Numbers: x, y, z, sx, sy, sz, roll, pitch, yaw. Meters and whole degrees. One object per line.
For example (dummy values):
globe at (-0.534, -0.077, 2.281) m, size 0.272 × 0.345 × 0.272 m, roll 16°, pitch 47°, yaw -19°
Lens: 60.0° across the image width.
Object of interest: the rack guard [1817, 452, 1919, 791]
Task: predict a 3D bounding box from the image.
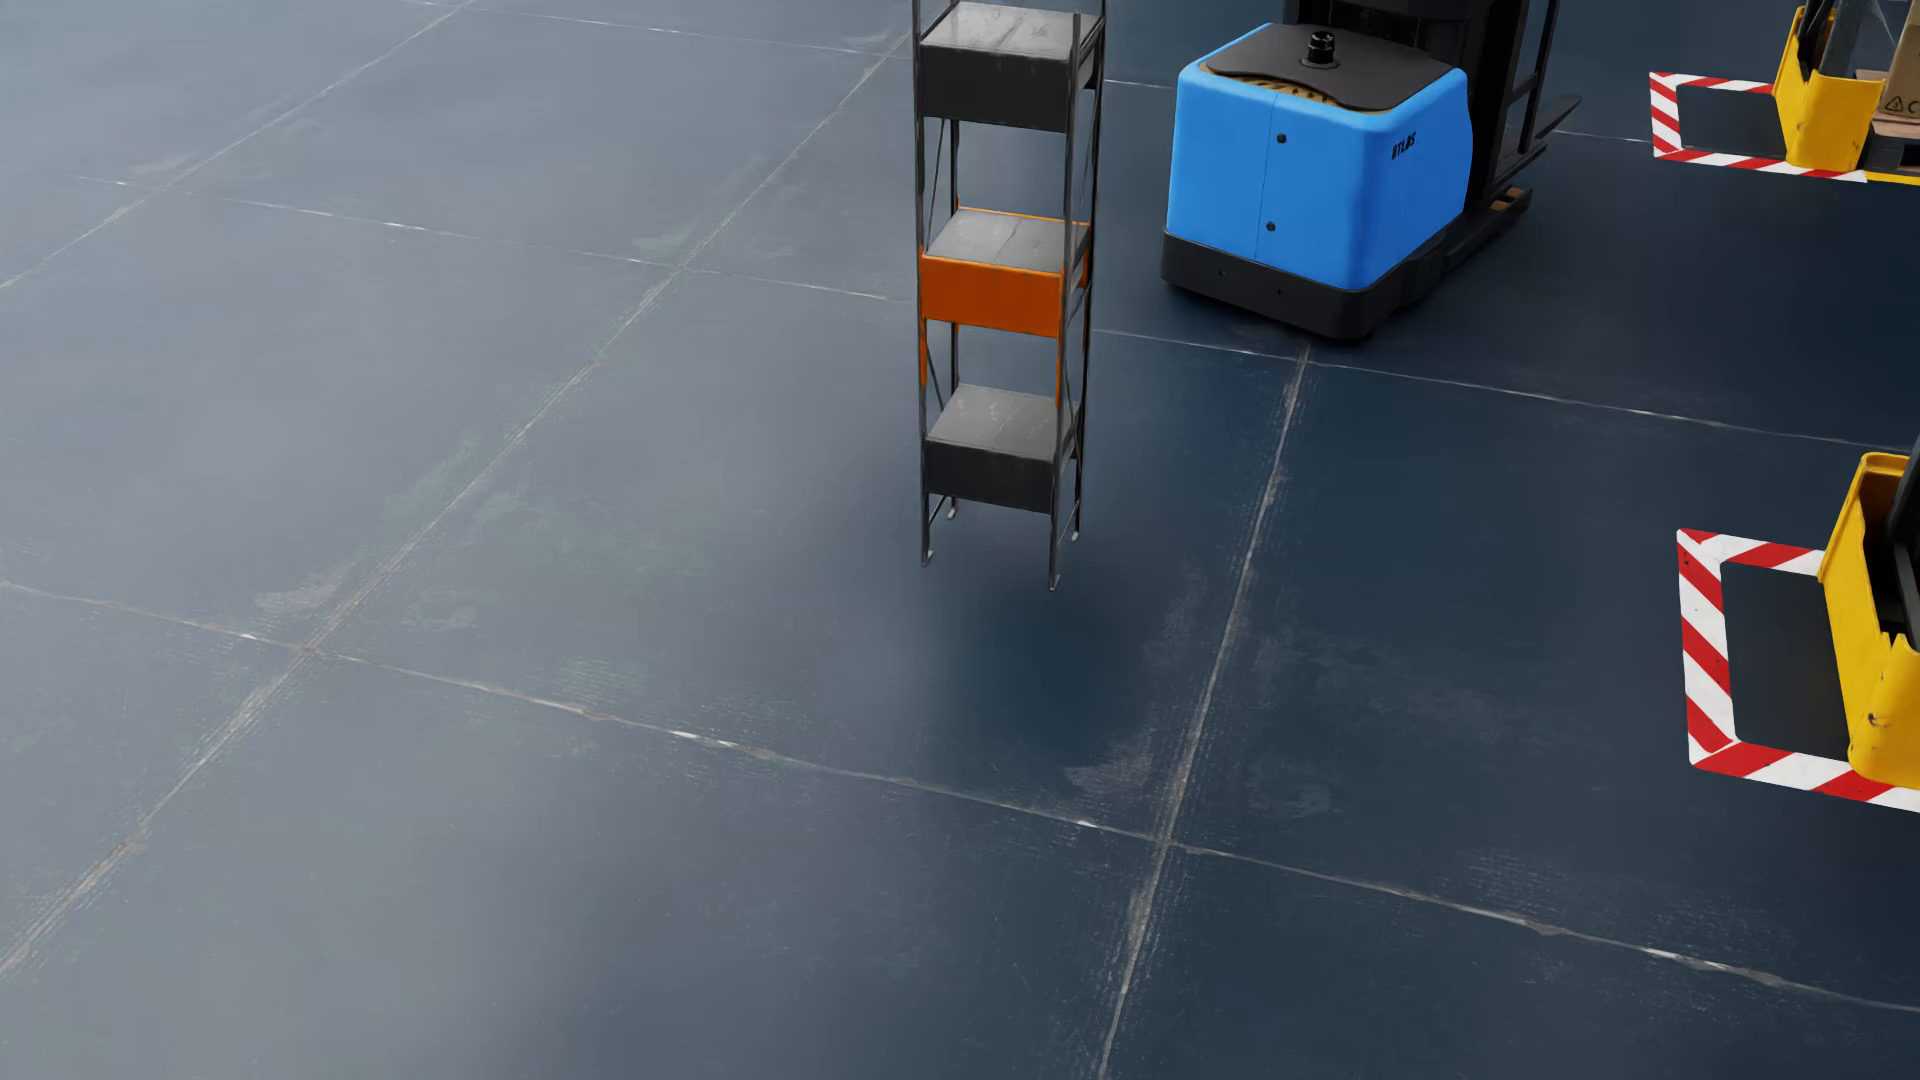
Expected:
rack guard at (3.148, 0.245, 5.496) m, size 0.348 × 0.500 × 1.175 m, roll 10°, pitch 38°, yaw 14°

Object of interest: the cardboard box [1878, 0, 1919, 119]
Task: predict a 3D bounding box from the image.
cardboard box at (5.337, -2.589, 8.991) m, size 0.500 × 0.500 × 0.500 m, roll 18°, pitch 40°, yaw 22°

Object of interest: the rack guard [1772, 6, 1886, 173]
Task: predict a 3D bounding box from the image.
rack guard at (4.818, -2.526, 9.260) m, size 0.348 × 0.500 × 1.175 m, roll 10°, pitch 38°, yaw 14°

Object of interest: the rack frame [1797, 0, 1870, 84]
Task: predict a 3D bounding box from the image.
rack frame at (4.746, -3.546, 8.538) m, size 0.127 × 3.000 × 1.000 m, roll 10°, pitch 38°, yaw 14°

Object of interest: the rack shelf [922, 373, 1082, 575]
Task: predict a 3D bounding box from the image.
rack shelf at (0.158, -0.242, 6.011) m, size 0.480 × 0.518 × 0.431 m, roll 10°, pitch 38°, yaw 14°

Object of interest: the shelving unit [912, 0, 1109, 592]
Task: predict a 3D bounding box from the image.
shelving unit at (0.158, -0.816, 5.588) m, size 0.503 × 2.100 × 0.431 m, roll 10°, pitch 38°, yaw 14°

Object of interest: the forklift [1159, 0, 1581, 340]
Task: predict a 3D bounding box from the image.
forklift at (2.243, -2.872, 7.680) m, size 1.130 × 2.935 × 3.031 m, roll 25°, pitch 43°, yaw 30°

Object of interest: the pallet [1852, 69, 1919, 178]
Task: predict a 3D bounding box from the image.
pallet at (5.583, -2.246, 9.124) m, size 1.213 × 0.211 × 1.003 m, roll 10°, pitch 38°, yaw 14°

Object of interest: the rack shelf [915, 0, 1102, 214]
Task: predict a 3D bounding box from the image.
rack shelf at (0.158, -1.369, 5.181) m, size 0.480 × 0.518 × 0.431 m, roll 10°, pitch 38°, yaw 14°

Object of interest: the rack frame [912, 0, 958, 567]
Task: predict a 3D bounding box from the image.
rack frame at (-0.075, -0.860, 5.646) m, size 0.015 × 2.100 × 0.400 m, roll 10°, pitch 38°, yaw 14°

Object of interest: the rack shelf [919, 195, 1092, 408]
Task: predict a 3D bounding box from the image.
rack shelf at (0.158, -0.805, 5.596) m, size 0.480 × 0.518 × 0.431 m, roll 10°, pitch 38°, yaw 14°

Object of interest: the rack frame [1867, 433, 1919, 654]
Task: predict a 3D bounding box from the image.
rack frame at (3.170, -0.758, 4.749) m, size 0.127 × 3.000 × 1.000 m, roll 10°, pitch 38°, yaw 14°

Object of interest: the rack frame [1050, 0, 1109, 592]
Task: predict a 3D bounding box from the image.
rack frame at (0.391, -0.773, 5.529) m, size 0.015 × 2.100 × 0.400 m, roll 10°, pitch 38°, yaw 14°
